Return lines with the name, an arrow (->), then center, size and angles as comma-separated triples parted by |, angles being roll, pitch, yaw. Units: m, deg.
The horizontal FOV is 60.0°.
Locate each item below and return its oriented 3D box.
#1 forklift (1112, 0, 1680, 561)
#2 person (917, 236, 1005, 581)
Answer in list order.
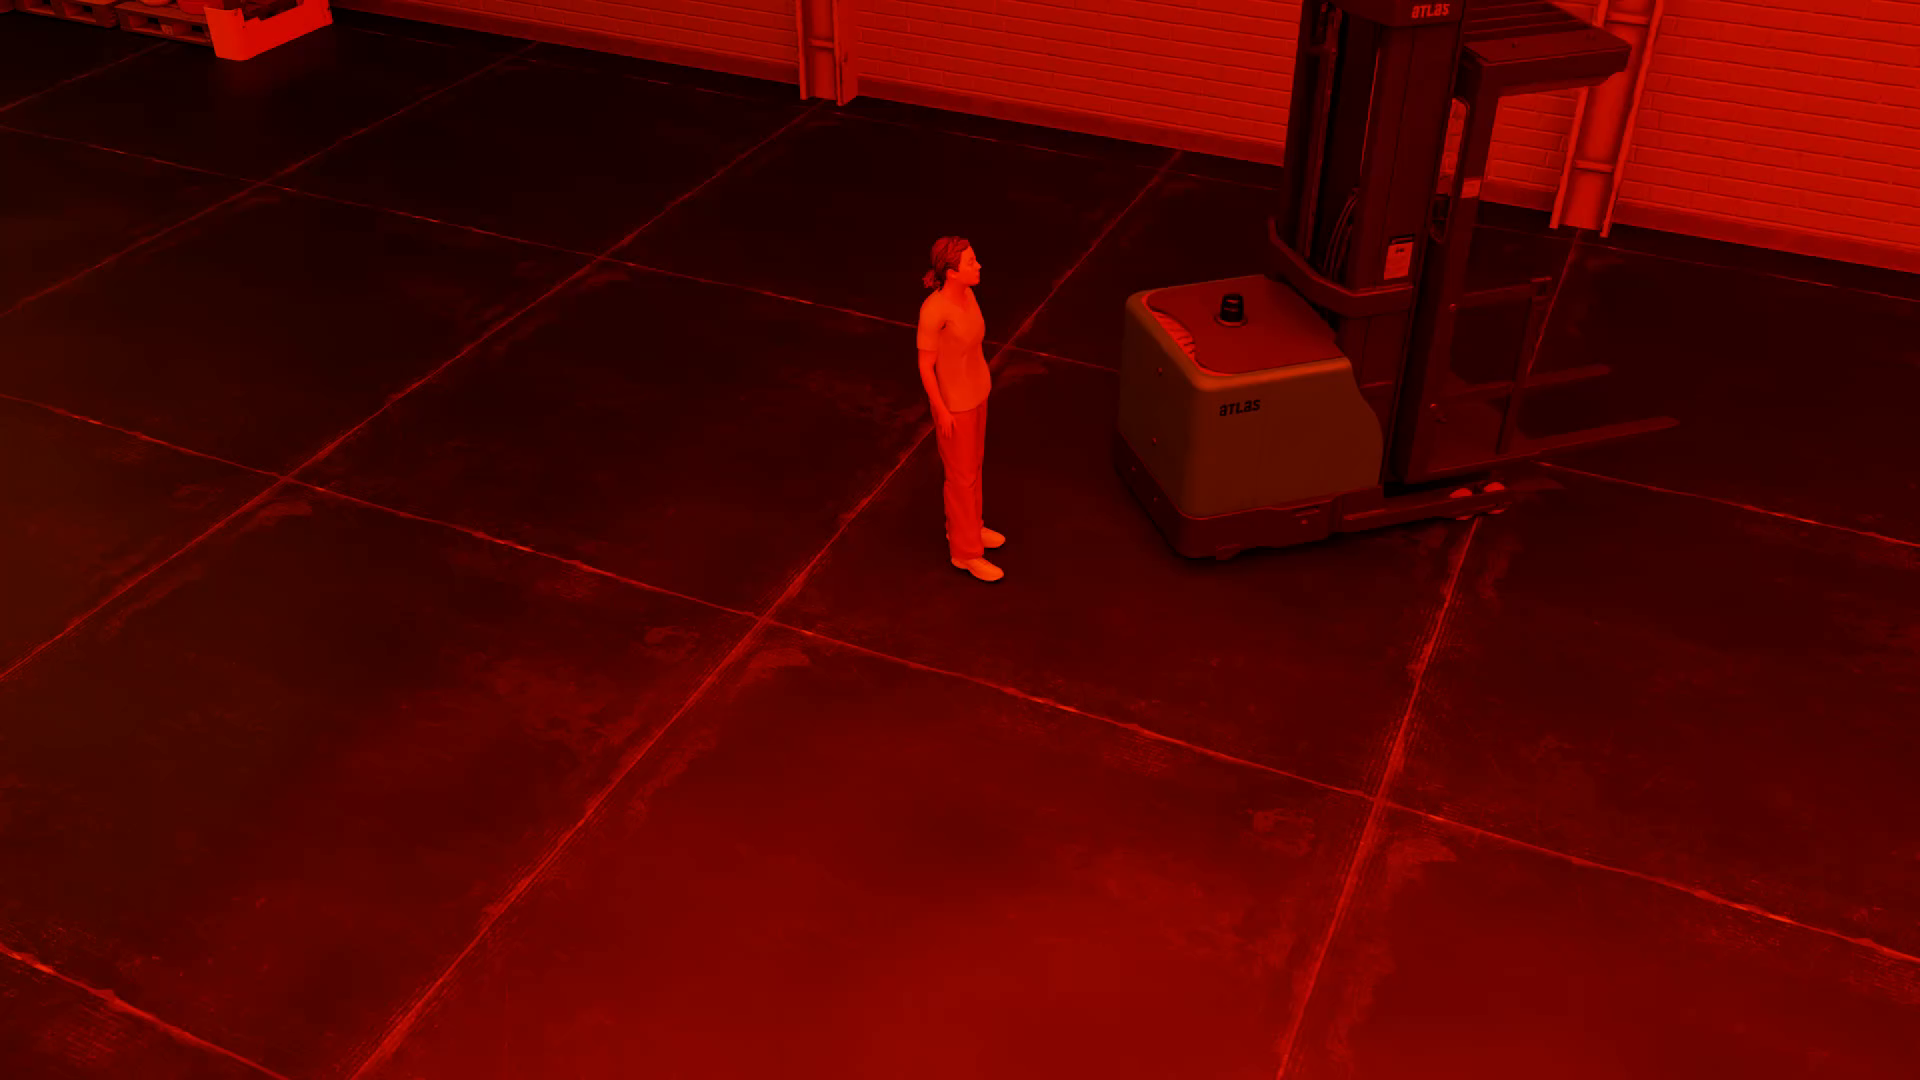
forklift -> 2.409, -1.579, 8.301 | 3.031, 2.935, 1.130 | -10, 37, -14
person -> 0.063, -0.665, 8.087 | 0.548, 1.674, 0.555 | 15, 38, 20
